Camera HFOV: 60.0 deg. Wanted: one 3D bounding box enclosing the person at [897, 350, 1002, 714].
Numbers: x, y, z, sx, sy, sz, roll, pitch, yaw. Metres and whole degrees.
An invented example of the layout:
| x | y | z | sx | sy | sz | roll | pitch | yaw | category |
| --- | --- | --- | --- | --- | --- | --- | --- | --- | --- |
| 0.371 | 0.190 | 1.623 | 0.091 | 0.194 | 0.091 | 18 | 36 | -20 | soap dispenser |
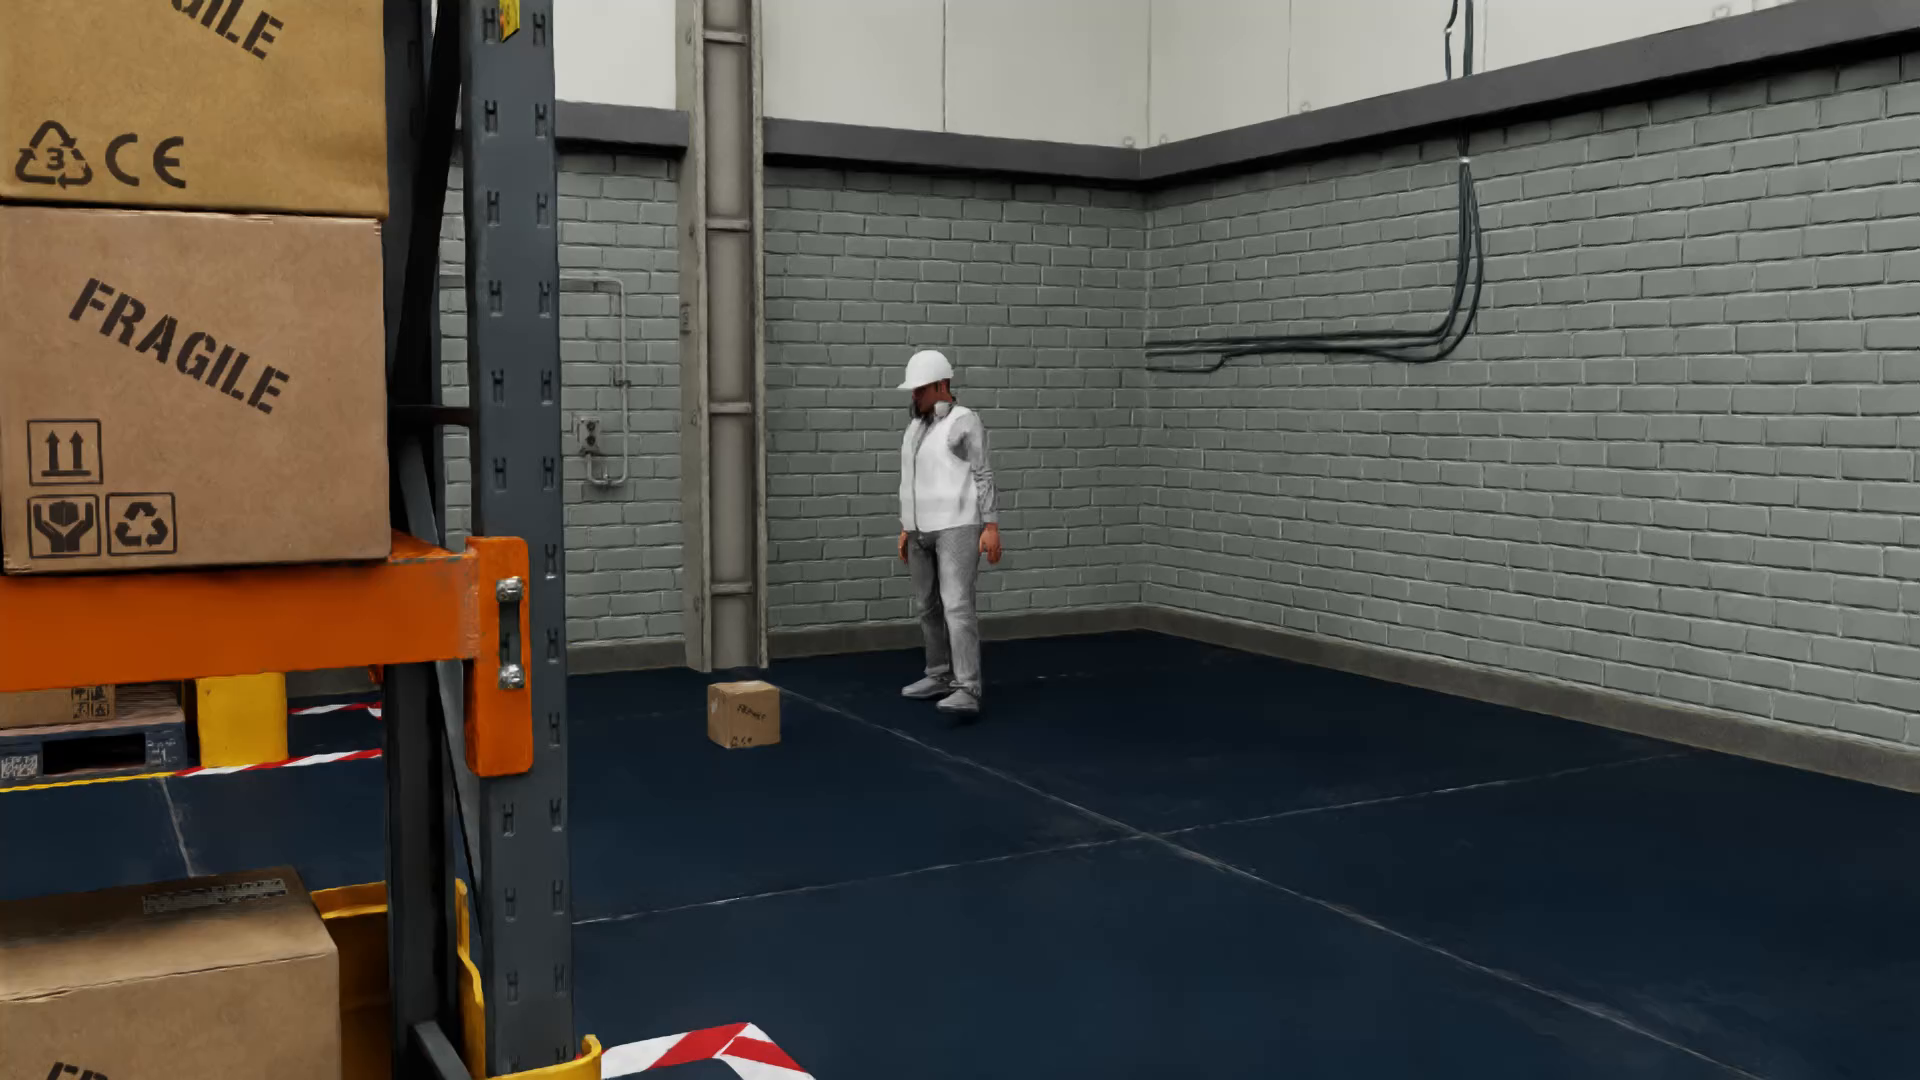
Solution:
| x | y | z | sx | sy | sz | roll | pitch | yaw | category |
| --- | --- | --- | --- | --- | --- | --- | --- | --- | --- |
| -0.078 | -0.049 | 8.091 | 0.642 | 1.749 | 0.750 | -4 | 7 | -42 | person |
